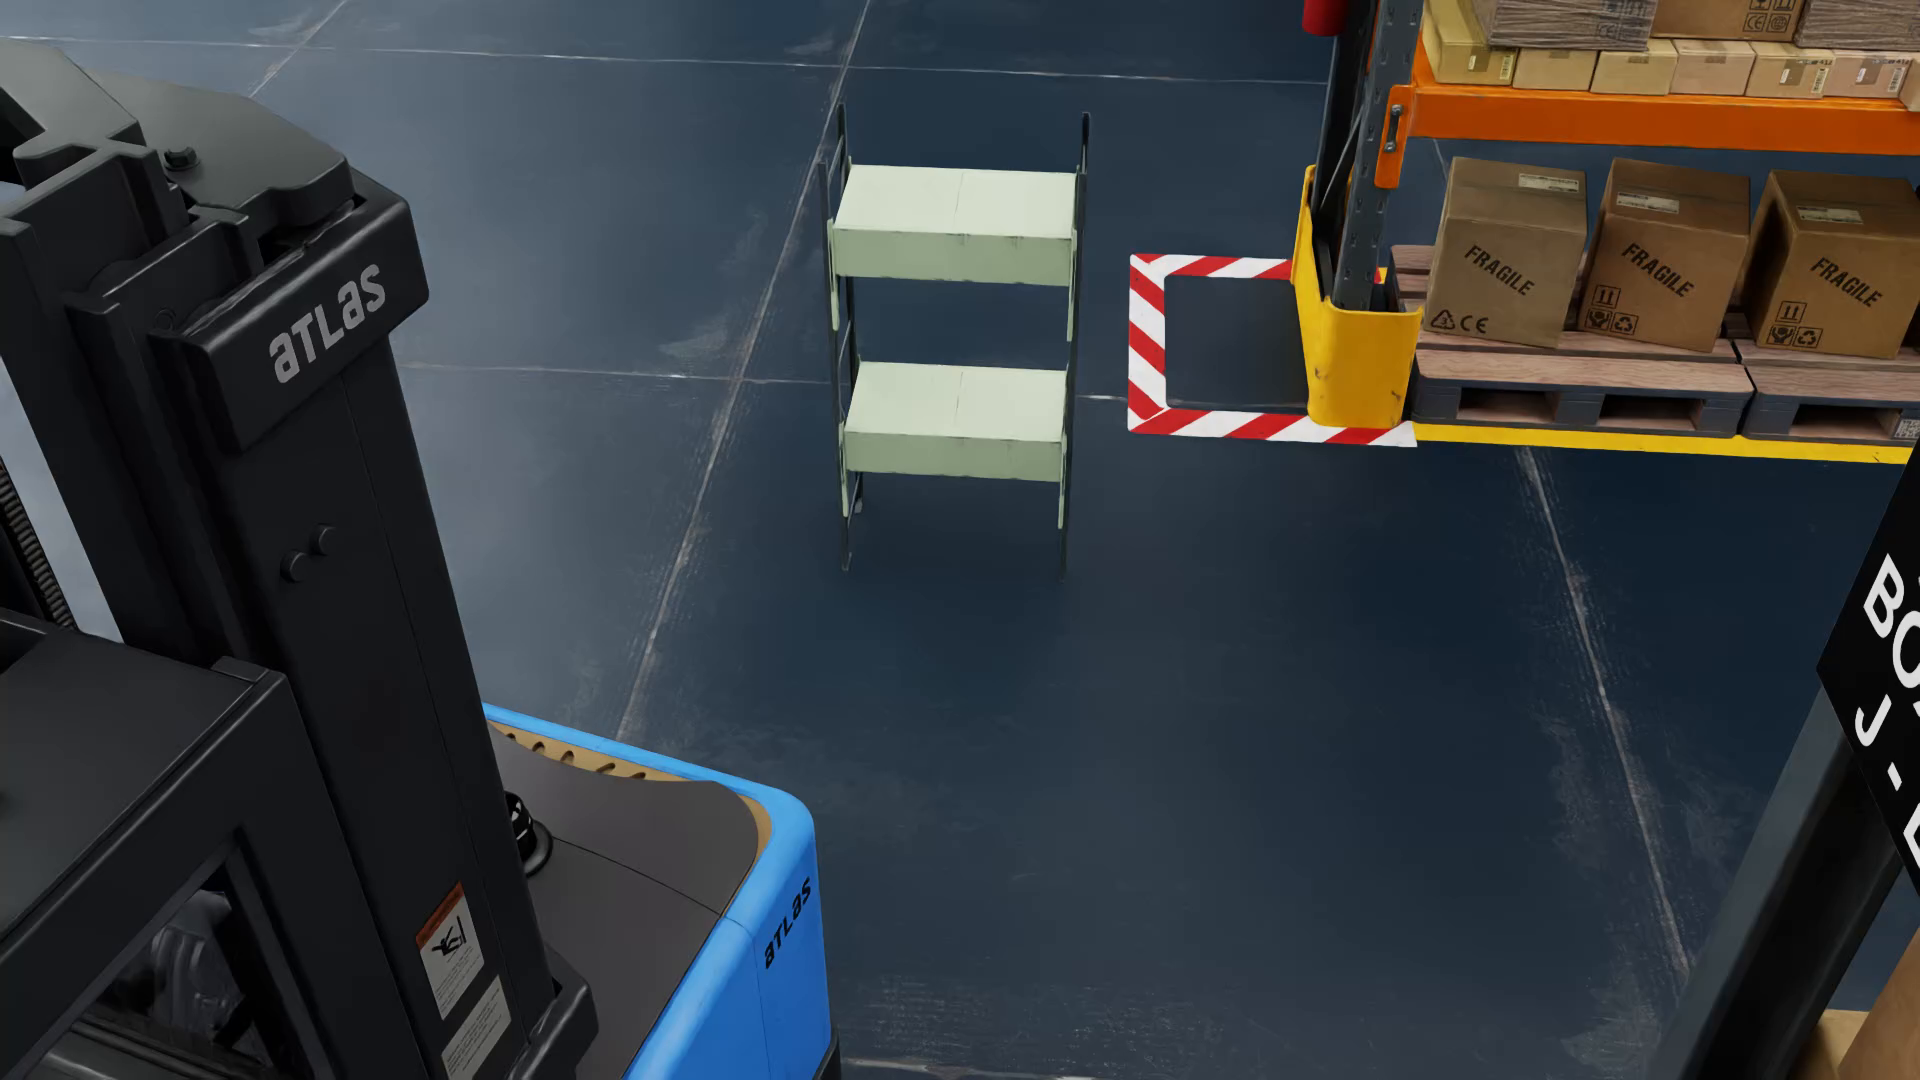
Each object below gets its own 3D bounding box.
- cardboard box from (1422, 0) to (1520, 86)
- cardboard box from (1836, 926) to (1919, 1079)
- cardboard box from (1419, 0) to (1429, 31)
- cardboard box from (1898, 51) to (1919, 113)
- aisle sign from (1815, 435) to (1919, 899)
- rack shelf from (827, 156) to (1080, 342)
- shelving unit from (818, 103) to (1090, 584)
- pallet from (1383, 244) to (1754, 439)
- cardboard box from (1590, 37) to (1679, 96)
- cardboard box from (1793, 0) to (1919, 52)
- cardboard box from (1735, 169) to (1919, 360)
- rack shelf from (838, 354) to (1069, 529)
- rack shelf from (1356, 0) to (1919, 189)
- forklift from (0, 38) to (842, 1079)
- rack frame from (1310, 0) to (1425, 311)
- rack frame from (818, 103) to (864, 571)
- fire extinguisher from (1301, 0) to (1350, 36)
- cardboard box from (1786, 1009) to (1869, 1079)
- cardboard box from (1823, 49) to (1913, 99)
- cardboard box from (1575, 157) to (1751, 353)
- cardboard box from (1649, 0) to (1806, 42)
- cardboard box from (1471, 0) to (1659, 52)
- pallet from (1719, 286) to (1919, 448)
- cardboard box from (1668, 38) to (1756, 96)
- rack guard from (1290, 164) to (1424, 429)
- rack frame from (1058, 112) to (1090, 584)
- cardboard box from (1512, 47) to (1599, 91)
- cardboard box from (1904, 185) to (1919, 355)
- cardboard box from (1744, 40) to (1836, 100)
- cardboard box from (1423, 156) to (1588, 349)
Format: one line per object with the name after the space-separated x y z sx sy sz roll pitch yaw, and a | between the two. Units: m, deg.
1.732 -1.695 5.655 0.250 0.149 0.380 3 39 4 | cardboard box
1.307 0.723 1.511 0.550 0.550 0.875 3 39 4 | cardboard box
1.771 -1.975 5.999 0.250 0.149 0.380 3 39 4 | cardboard box
3.218 -1.552 5.480 0.250 0.149 0.380 3 39 4 | cardboard box
0.895 -0.045 1.370 0.004 0.787 0.394 3 39 4 | aisle sign
-0.007 -0.885 5.031 0.720 0.370 0.431 3 39 4 | rack shelf
-0.007 -0.582 5.277 0.755 1.500 0.431 3 39 4 | shelving unit
2.351 -0.806 6.573 1.213 0.211 1.003 3 39 4 | pallet
2.227 -1.646 5.596 0.250 0.149 0.380 3 39 4 | cardboard box
3.017 -2.059 5.588 0.500 0.500 0.875 3 39 4 | cardboard box
3.310 -1.050 6.311 0.500 0.500 0.500 7 40 8 | cardboard box
-0.007 -0.329 5.483 0.720 0.370 0.431 3 39 4 | rack shelf
3.461 -1.570 5.873 4.000 0.370 1.077 3 39 4 | rack shelf
-1.281 0.987 2.215 1.130 2.935 3.031 14 41 16 | forklift
1.469 -1.958 5.779 0.127 3.000 1.000 3 39 4 | rack frame
-0.371 -0.602 5.301 0.023 1.500 0.400 3 39 4 | rack frame
1.395 -2.224 6.168 0.183 0.674 0.296 3 39 4 | fire extinguisher
1.314 1.089 1.917 0.550 0.550 0.875 3 39 4 | cardboard box
2.978 -1.631 5.577 0.250 0.149 0.380 3 39 4 | cardboard box
2.688 -1.096 6.368 0.500 0.500 0.500 13 41 15 | cardboard box
2.523 -2.113 5.655 0.500 0.500 0.875 3 39 4 | cardboard box
2.014 -2.065 5.596 0.500 0.500 0.875 3 39 4 | cardboard box
3.563 -0.738 6.489 1.213 0.211 1.003 3 39 4 | pallet
2.478 -1.646 5.595 0.250 0.149 0.380 3 39 4 | cardboard box
1.545 -0.984 6.563 0.348 0.500 1.175 3 39 4 | rack guard
0.358 -0.562 5.252 0.023 1.500 0.400 3 39 4 | rack frame
1.980 -1.669 5.624 0.250 0.149 0.380 3 39 4 | cardboard box
3.862 -0.991 6.239 0.500 0.500 0.500 0 39 0 | cardboard box
2.727 -1.628 5.573 0.250 0.149 0.380 3 39 4 | cardboard box
2.090 -1.107 6.381 0.500 0.500 0.500 10 40 12 | cardboard box
